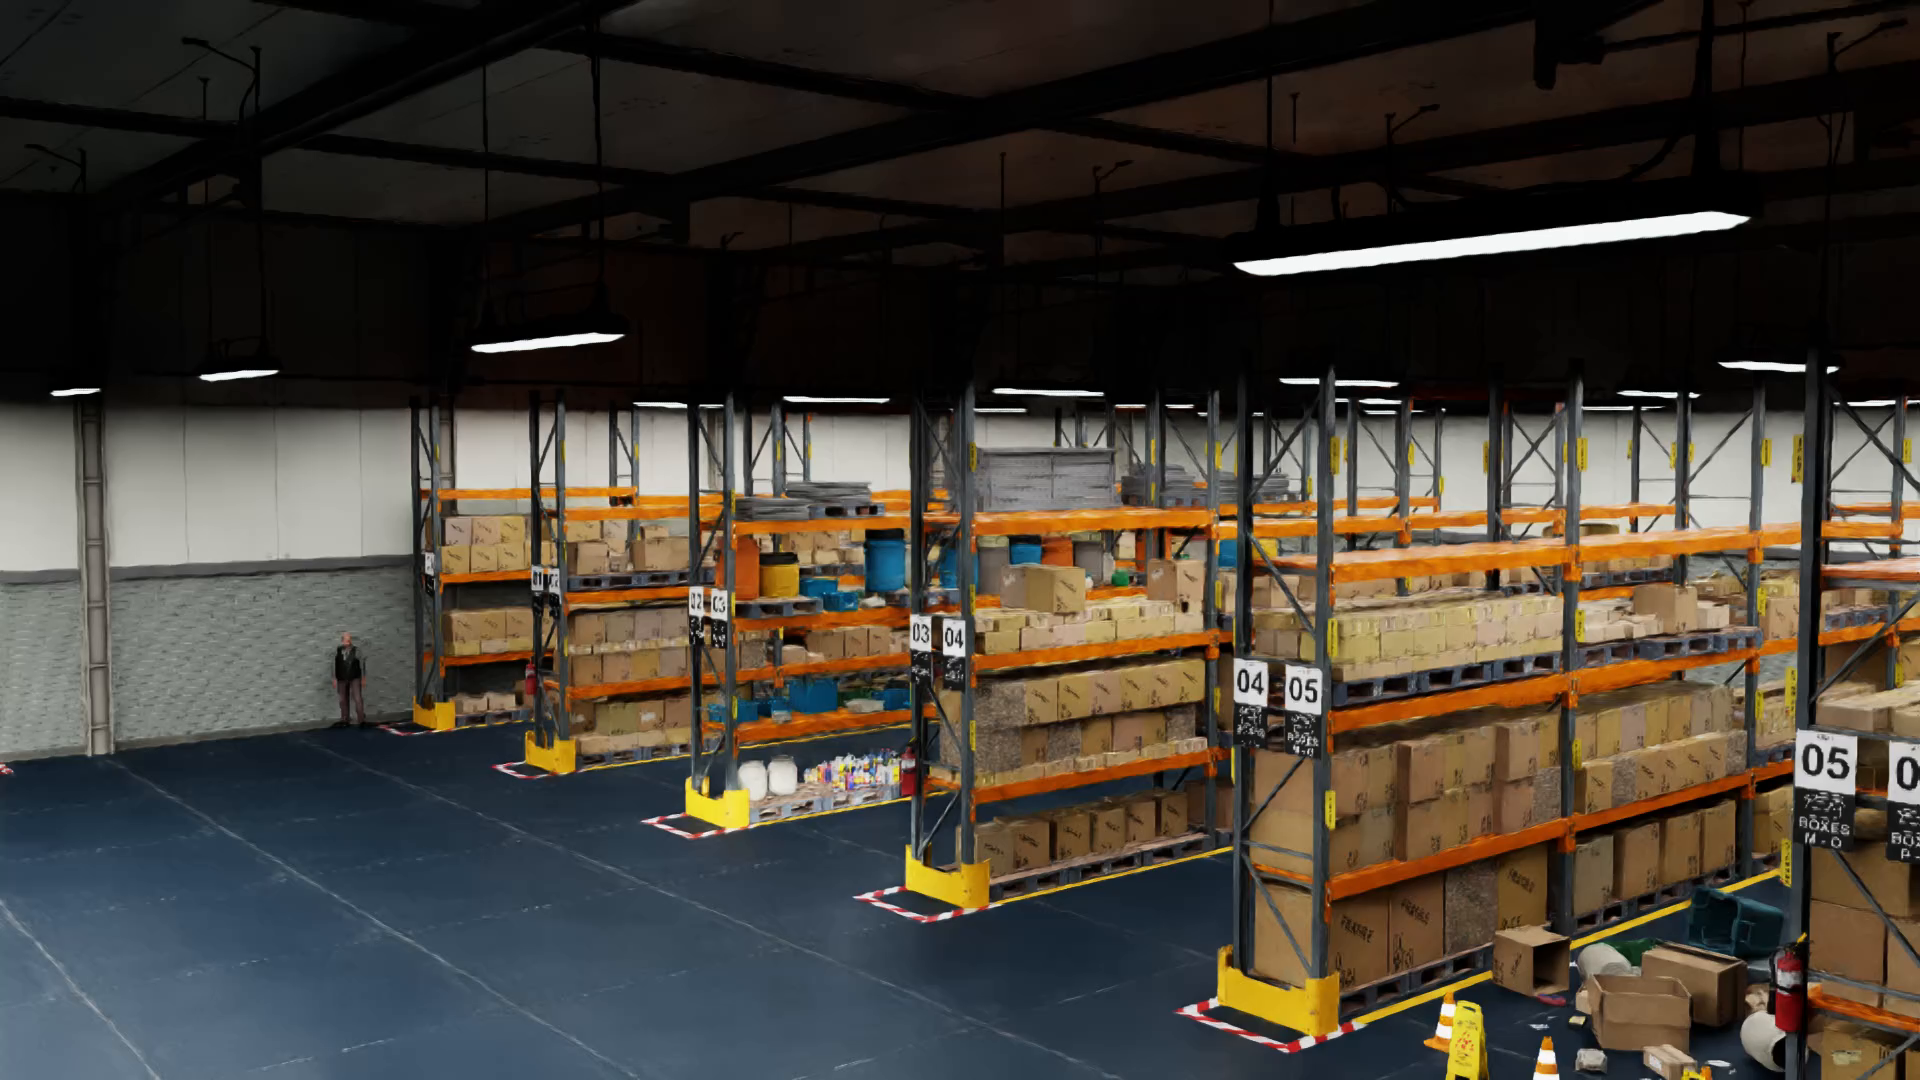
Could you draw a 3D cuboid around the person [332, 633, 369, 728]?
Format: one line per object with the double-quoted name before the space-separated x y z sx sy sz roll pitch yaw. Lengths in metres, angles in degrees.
"person" -10.998 2.525 30.001 0.723 1.714 0.531 0 3 -5
